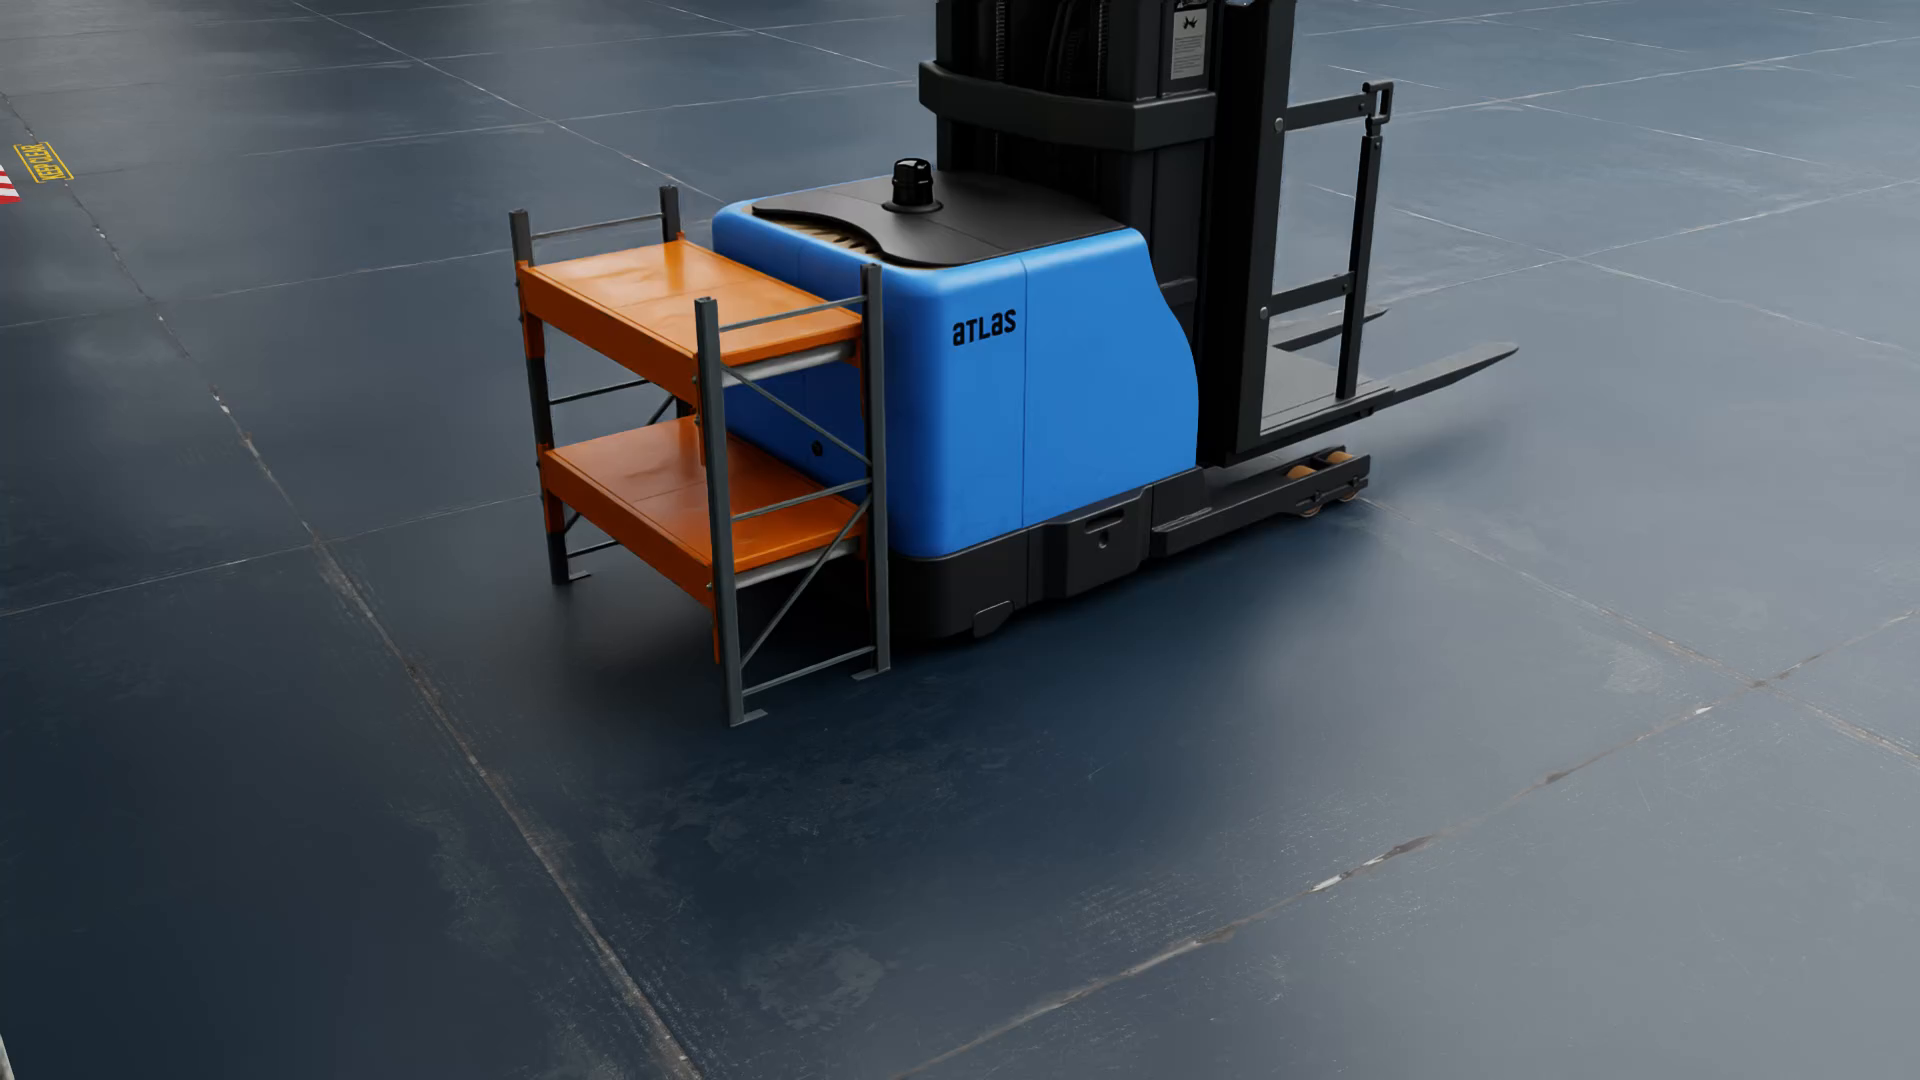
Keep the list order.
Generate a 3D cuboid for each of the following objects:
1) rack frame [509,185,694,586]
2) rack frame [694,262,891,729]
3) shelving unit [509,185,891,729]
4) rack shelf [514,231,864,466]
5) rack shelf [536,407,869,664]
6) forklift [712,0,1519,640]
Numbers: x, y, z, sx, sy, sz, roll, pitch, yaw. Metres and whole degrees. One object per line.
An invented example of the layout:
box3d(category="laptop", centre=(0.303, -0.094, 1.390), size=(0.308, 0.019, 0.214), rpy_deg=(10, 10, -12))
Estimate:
box3d(category="rack frame", centre=(-1.015, -0.442, 4.868), size=(0.500, 1.125, 0.032), rpy_deg=(-18, 31, -33))
box3d(category="rack frame", centre=(-0.396, -0.098, 4.139), size=(0.500, 1.125, 0.032), rpy_deg=(-18, 31, -33))
box3d(category="shelving unit", centre=(-0.706, -0.270, 4.504), size=(0.538, 1.125, 1.048), rpy_deg=(-18, 31, -33))
box3d(category="rack shelf", centre=(-0.706, -0.534, 4.379), size=(0.538, 0.278, 1.000), rpy_deg=(-18, 31, -33))
box3d(category="rack shelf", centre=(-0.706, -0.049, 4.608), size=(0.538, 0.278, 1.000), rpy_deg=(-18, 31, -33))
box3d(category="forklift", centre=(0.731, -1.554, 5.109), size=(3.031, 2.935, 1.130), rpy_deg=(-19, 31, -35))
